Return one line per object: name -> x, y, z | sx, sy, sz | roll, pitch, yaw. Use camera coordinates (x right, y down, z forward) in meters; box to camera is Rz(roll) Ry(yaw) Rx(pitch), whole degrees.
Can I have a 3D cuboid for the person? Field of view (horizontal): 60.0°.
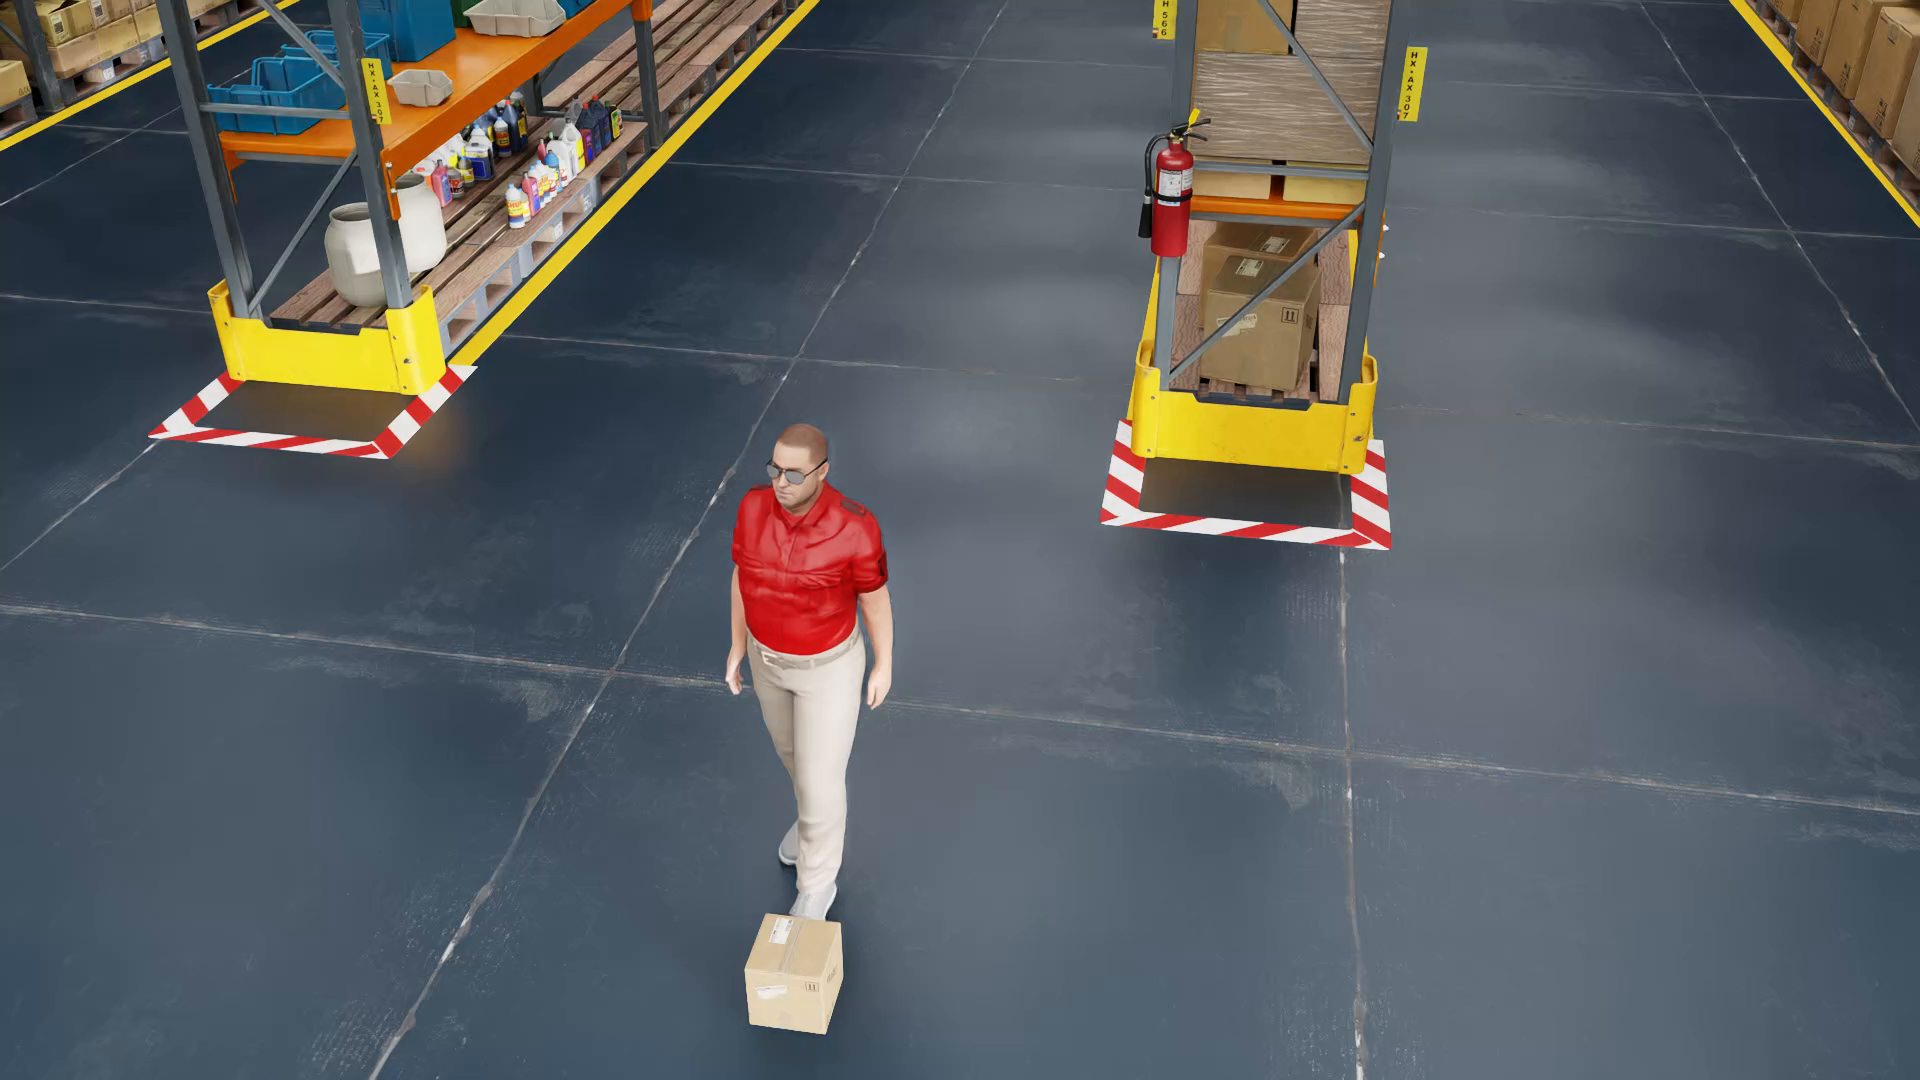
person -> -0.570, 0.455, 5.414 | 0.548, 1.720, 0.679 | 16, 36, 24
